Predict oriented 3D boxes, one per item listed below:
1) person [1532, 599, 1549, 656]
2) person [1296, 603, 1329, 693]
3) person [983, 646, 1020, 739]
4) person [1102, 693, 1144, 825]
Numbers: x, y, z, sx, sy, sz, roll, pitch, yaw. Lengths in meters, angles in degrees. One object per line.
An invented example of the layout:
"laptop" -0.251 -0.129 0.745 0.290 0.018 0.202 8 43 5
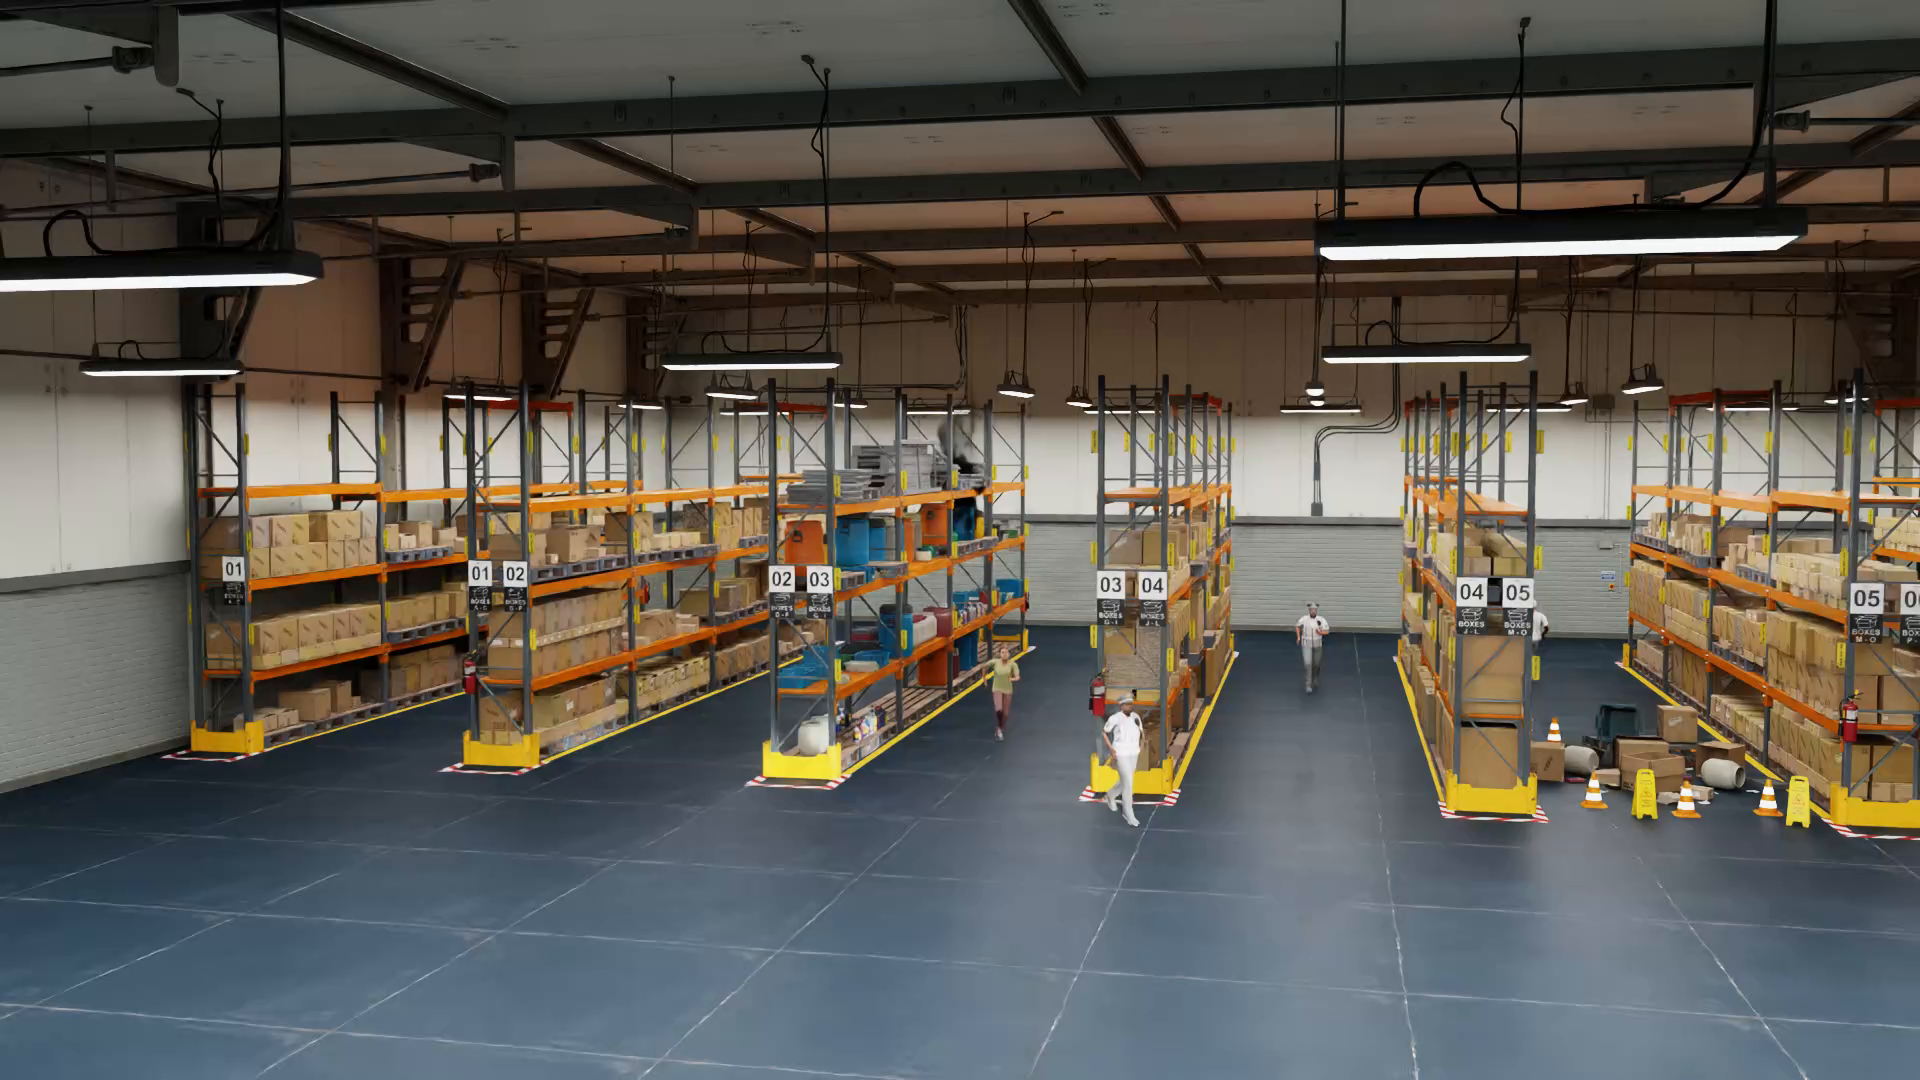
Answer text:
"person" 12.160 2.116 35.407 0.686 1.722 0.589 1 3 9
"person" 7.173 2.162 33.826 0.656 1.796 0.954 0 3 7
"person" 0.702 2.572 27.953 0.613 1.616 0.718 0 3 -3
"person" 2.191 2.886 22.211 0.573 1.737 0.779 -2 4 -31
